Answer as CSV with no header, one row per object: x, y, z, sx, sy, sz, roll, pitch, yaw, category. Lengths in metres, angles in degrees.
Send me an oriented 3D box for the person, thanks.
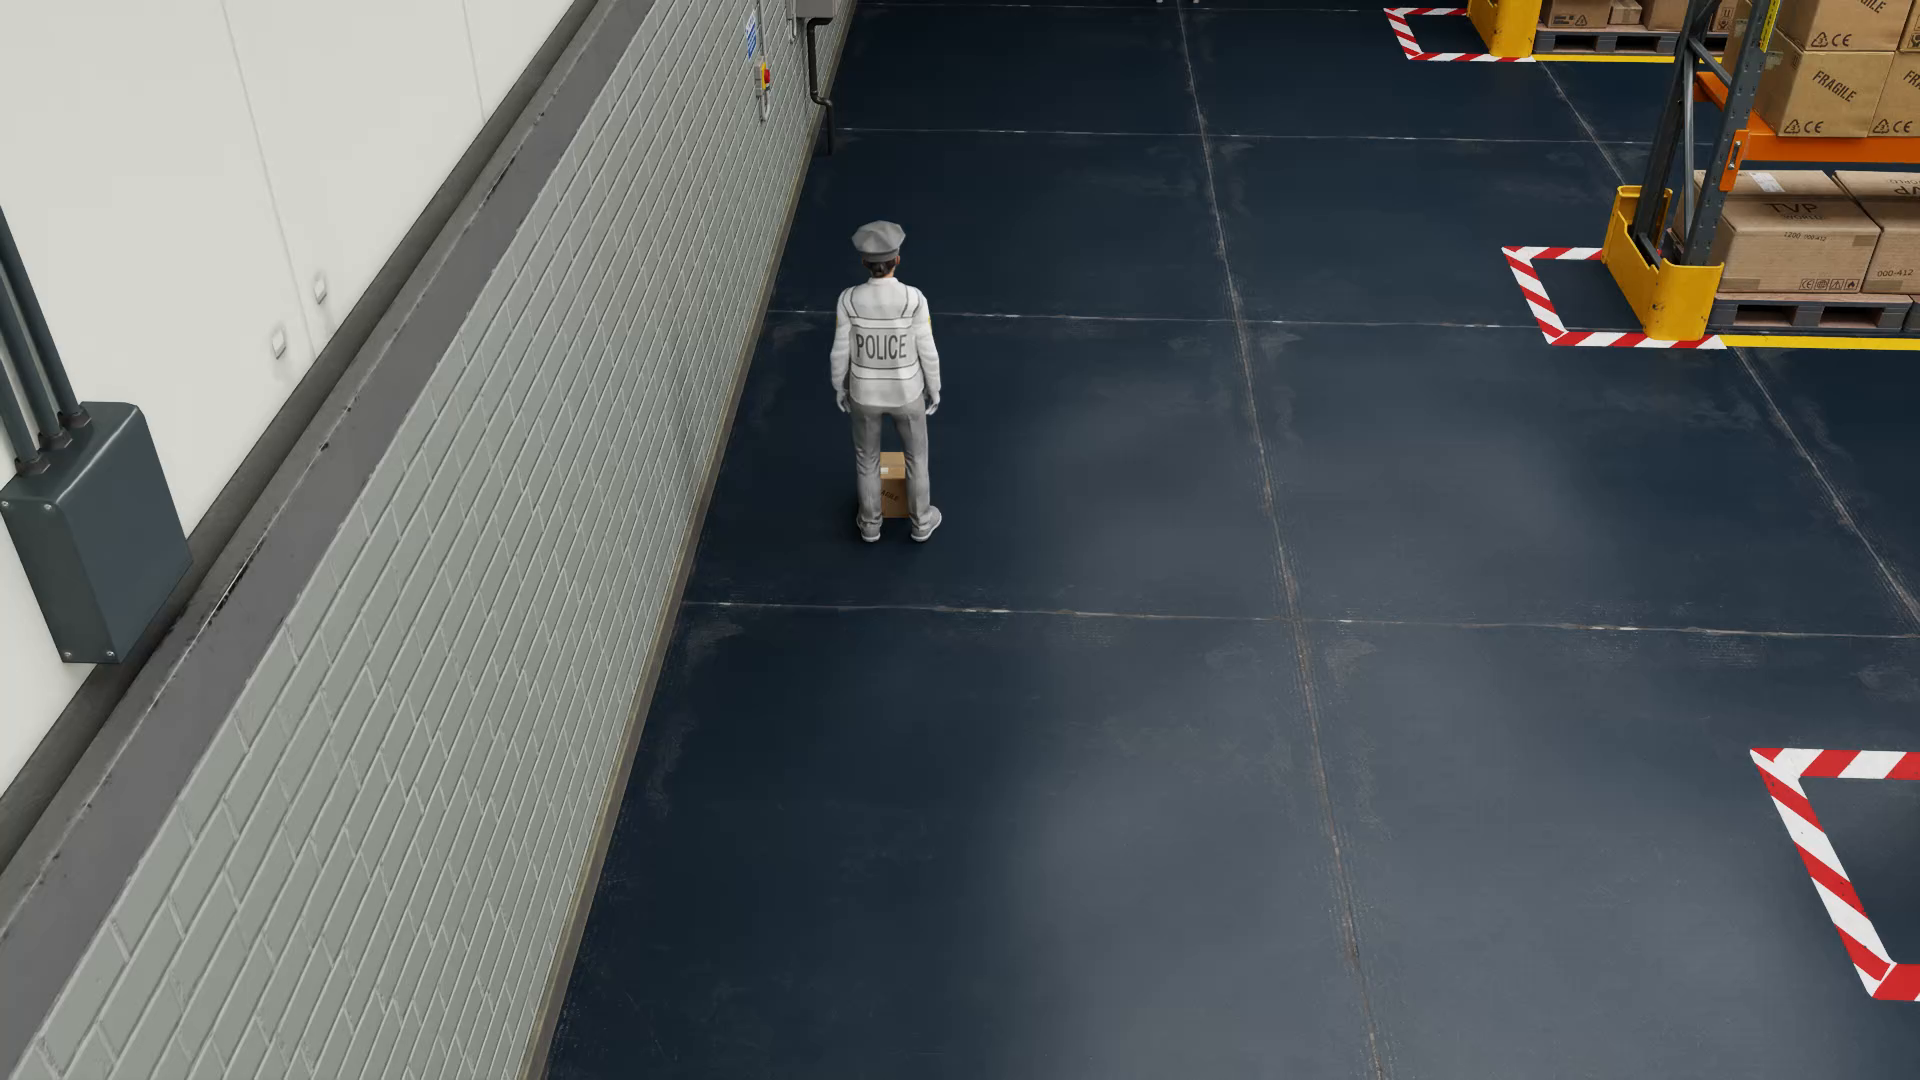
-0.357,-0.720,8.106,0.530,1.663,0.372,2,36,2,person
